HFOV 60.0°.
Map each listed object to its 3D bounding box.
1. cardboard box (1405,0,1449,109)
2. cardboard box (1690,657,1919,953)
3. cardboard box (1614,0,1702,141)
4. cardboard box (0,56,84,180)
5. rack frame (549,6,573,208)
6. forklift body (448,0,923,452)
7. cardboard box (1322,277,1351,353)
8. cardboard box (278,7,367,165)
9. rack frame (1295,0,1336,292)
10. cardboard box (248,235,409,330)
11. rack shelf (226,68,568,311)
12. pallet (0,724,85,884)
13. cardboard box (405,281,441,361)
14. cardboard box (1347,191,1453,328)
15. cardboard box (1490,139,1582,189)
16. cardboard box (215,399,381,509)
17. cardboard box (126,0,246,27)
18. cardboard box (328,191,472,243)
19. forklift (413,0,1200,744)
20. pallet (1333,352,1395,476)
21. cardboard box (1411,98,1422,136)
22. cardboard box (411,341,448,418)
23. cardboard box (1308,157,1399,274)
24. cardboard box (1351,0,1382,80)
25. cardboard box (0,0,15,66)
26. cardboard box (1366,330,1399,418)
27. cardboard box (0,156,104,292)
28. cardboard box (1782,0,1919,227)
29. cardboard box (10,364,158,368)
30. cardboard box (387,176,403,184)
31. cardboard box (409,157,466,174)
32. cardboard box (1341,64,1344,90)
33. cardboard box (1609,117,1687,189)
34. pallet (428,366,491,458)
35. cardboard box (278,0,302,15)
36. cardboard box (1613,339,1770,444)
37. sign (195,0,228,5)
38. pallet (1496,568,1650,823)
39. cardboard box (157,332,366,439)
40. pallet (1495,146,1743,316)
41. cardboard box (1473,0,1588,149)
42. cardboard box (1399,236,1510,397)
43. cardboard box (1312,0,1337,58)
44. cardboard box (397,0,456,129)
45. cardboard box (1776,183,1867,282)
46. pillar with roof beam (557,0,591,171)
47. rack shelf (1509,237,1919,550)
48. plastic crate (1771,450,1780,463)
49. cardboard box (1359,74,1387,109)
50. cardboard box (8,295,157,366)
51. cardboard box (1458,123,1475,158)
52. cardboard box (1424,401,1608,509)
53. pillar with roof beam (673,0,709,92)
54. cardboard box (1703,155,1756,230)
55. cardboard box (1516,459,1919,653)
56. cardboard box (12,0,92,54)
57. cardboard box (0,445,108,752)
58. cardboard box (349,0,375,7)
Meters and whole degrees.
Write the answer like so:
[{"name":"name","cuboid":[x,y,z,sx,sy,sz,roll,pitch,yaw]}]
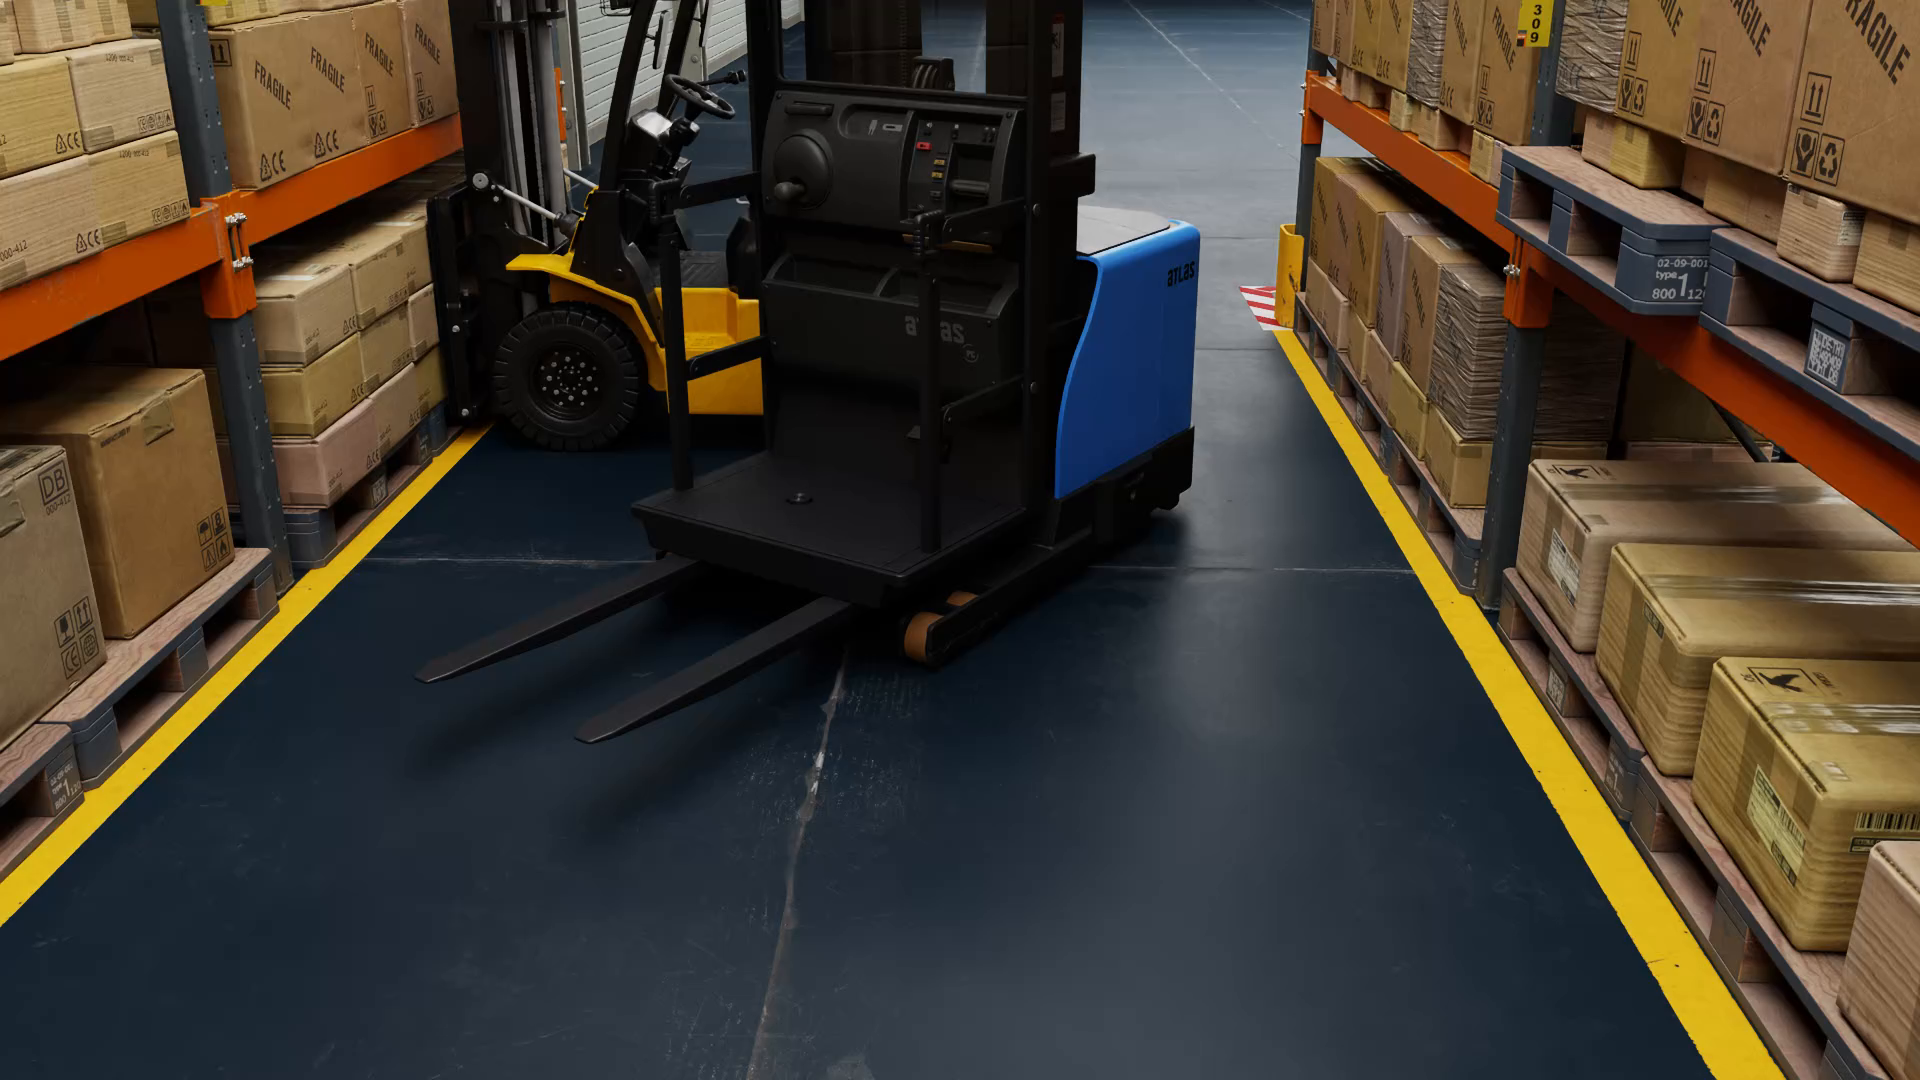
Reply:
[{"name":"cardboard box","cuboid":[1.991,-1.900,6.228,0.500,0.500,0.500,1,21,3]},{"name":"cardboard box","cuboid":[2.155,0.553,3.508,0.950,0.372,0.625,1,21,3]},{"name":"cardboard box","cuboid":[1.891,-1.211,3.872,0.500,0.500,0.500,1,21,2]},{"name":"cardboard box","cuboid":[-2.523,-1.027,4.045,0.500,0.250,0.500,0,21,0]},{"name":"rack frame","cuboid":[-2.634,-2.677,8.780,1.000,3.000,0.127,1,21,2]},{"name":"forklift body","cuboid":[-0.868,-1.575,7.115,2.313,2.155,1.214,1,21,2]},{"name":"cardboard box","cuboid":[2.004,-1.064,7.845,0.500,0.250,0.500,1,21,4]},{"name":"cardboard box","cuboid":[-2.482,-1.623,5.927,0.500,0.500,0.500,1,21,3]},{"name":"rack frame","cuboid":[2.328,-2.623,8.643,1.000,3.000,0.127,1,21,2]},{"name":"cardboard box","cuboid":[-2.401,-0.967,6.212,0.500,0.250,0.500,1,21,2]},{"name":"rack shelf","cuboid":[-2.695,-1.618,7.047,1.077,0.370,4.000,1,21,2]},{"name":"pallet","cuboid":[-2.773,0.779,3.730,1.003,0.211,1.213,1,21,2]},{"name":"cardboard box","cuboid":[-2.392,-0.912,6.763,0.500,0.250,0.500,0,21,1]},{"name":"cardboard box","cuboid":[1.992,-1.219,7.208,0.500,0.500,0.500,1,21,3]},{"name":"cardboard box","cuboid":[1.911,-1.179,5.269,0.380,0.149,0.250,0,21,1]},{"name":"cardboard box","cuboid":[-2.410,-0.315,5.916,0.500,0.250,0.500,1,21,2]},{"name":"cardboard box","cuboid":[-2.483,-1.692,5.207,0.380,0.149,0.250,0,21,1]},{"name":"cardboard box","cuboid":[-2.374,-1.336,7.165,0.500,0.250,0.500,0,21,1]},{"name":"forklift","cuboid":[-0.350,-1.178,5.013,1.130,2.935,3.031,14,25,31]},{"name":"pallet","cuboid":[2.226,-0.562,7.187,1.003,0.211,1.213,1,21,2]},{"name":"cardboard box","cuboid":[1.977,-1.639,6.454,0.380,0.149,0.250,0,21,1]},{"name":"cardboard box","cuboid":[-2.410,-0.685,6.869,0.500,0.250,0.500,1,21,3]},{"name":"cardboard box","cuboid":[2.027,-1.590,8.163,0.500,0.500,0.500,0,21,0]},{"name":"cardboard box","cuboid":[2.009,-2.269,7.180,0.500,0.500,0.500,0,21,1]},{"name":"cardboard box","cuboid":[-2.469,-1.175,3.877,0.380,0.149,0.250,0,21,0]},{"name":"cardboard box","cuboid":[1.982,-0.684,6.866,0.500,0.250,0.500,1,21,2]},{"name":"cardboard box","cuboid":[-2.519,-0.793,4.134,0.500,0.250,0.500,1,21,1]},{"name":"cardboard box","cuboid":[1.857,-0.846,2.933,0.500,0.500,0.500,0,21,-1]},{"name":"cardboard box","cuboid":[-2.945,-0.556,5.843,0.500,0.250,0.500,0,21,0]},{"name":"cardboard box","cuboid":[-2.875,-1.523,7.647,0.500,0.250,0.500,0,21,1]},{"name":"cardboard box","cuboid":[-2.346,-1.702,8.107,0.500,0.250,0.500,1,21,3]},{"name":"cardboard box","cuboid":[2.028,-2.199,7.897,0.380,0.149,0.250,0,21,0]},{"name":"cardboard box","cuboid":[1.857,-0.969,4.147,0.380,0.149,0.250,1,21,3]},{"name":"pallet","cuboid":[-2.655,-0.660,7.437,1.003,0.211,1.213,1,21,2]},{"name":"cardboard box","cuboid":[-2.496,-1.880,5.692,0.380,0.149,0.250,1,21,2]},{"name":"cardboard box","cuboid":[2.494,-0.651,5.744,0.500,0.500,0.500,2,21,4]},{"name":"sign","cuboid":[-2.213,-1.731,4.852,0.100,0.325,0.005,1,21,2]},{"name":"pallet","cuboid":[2.184,0.405,4.695,1.003,0.211,1.213,1,21,2]},{"name":"cardboard box","cuboid":[-2.432,-0.549,5.826,0.500,0.250,0.500,1,21,1]},{"name":"pallet","cuboid":[2.038,-0.813,4.242,1.003,0.211,1.213,1,21,2]},{"name":"cardboard box","cuboid":[1.971,-1.526,5.265,0.500,0.500,0.500,0,21,0]},{"name":"cardboard box","cuboid":[1.970,-0.841,6.234,0.500,0.500,0.500,1,21,3]},{"name":"cardboard box","cuboid":[2.036,-2.640,8.138,0.500,0.500,0.500,0,21,1]},{"name":"cardboard box","cuboid":[-2.431,-1.988,6.867,0.500,0.500,0.500,1,21,2]},{"name":"cardboard box","cuboid":[1.806,-0.588,3.165,0.380,0.149,0.250,1,21,4]},{"name":"pillar with roof beam","cuboid":[0.930,-7.354,12.541,9.100,9.000,0.400,1,21,2]},{"name":"rack shelf","cuboid":[2.145,-0.118,3.182,1.077,0.370,4.000,1,21,2]},{"name":"plastic crate","cuboid":[3.074,-0.375,6.884,0.402,0.080,0.583,-7,22,-17]},{"name":"cardboard box","cuboid":[2.000,-2.014,7.420,0.380,0.149,0.250,1,21,3]},{"name":"cardboard box","cuboid":[-2.934,-0.790,5.758,0.500,0.250,0.500,1,21,3]},{"name":"cardboard box","cuboid":[2.019,-1.453,5.974,0.380,0.149,0.250,0,21,1]},{"name":"cardboard box","cuboid":[1.955,-0.308,5.896,0.500,0.250,0.500,2,21,4]},{"name":"pillar with roof beam","cuboid":[1.112,-9.523,18.132,9.100,9.000,0.400,1,21,2]},{"name":"cardboard box","cuboid":[1.875,-0.773,3.642,0.380,0.149,0.250,1,21,2]},{"name":"cardboard box","cuboid":[2.193,0.042,4.826,0.950,0.372,0.625,1,21,2]},{"name":"cardboard box","cuboid":[-2.534,-1.360,4.352,0.380,0.149,0.250,0,21,1]},{"name":"cardboard box","cuboid":[-2.791,0.150,4.197,0.875,0.625,0.625,0,21,1]},{"name":"cardboard box","cuboid":[-2.405,-2.063,6.164,0.380,0.149,0.250,0,21,1]}]
